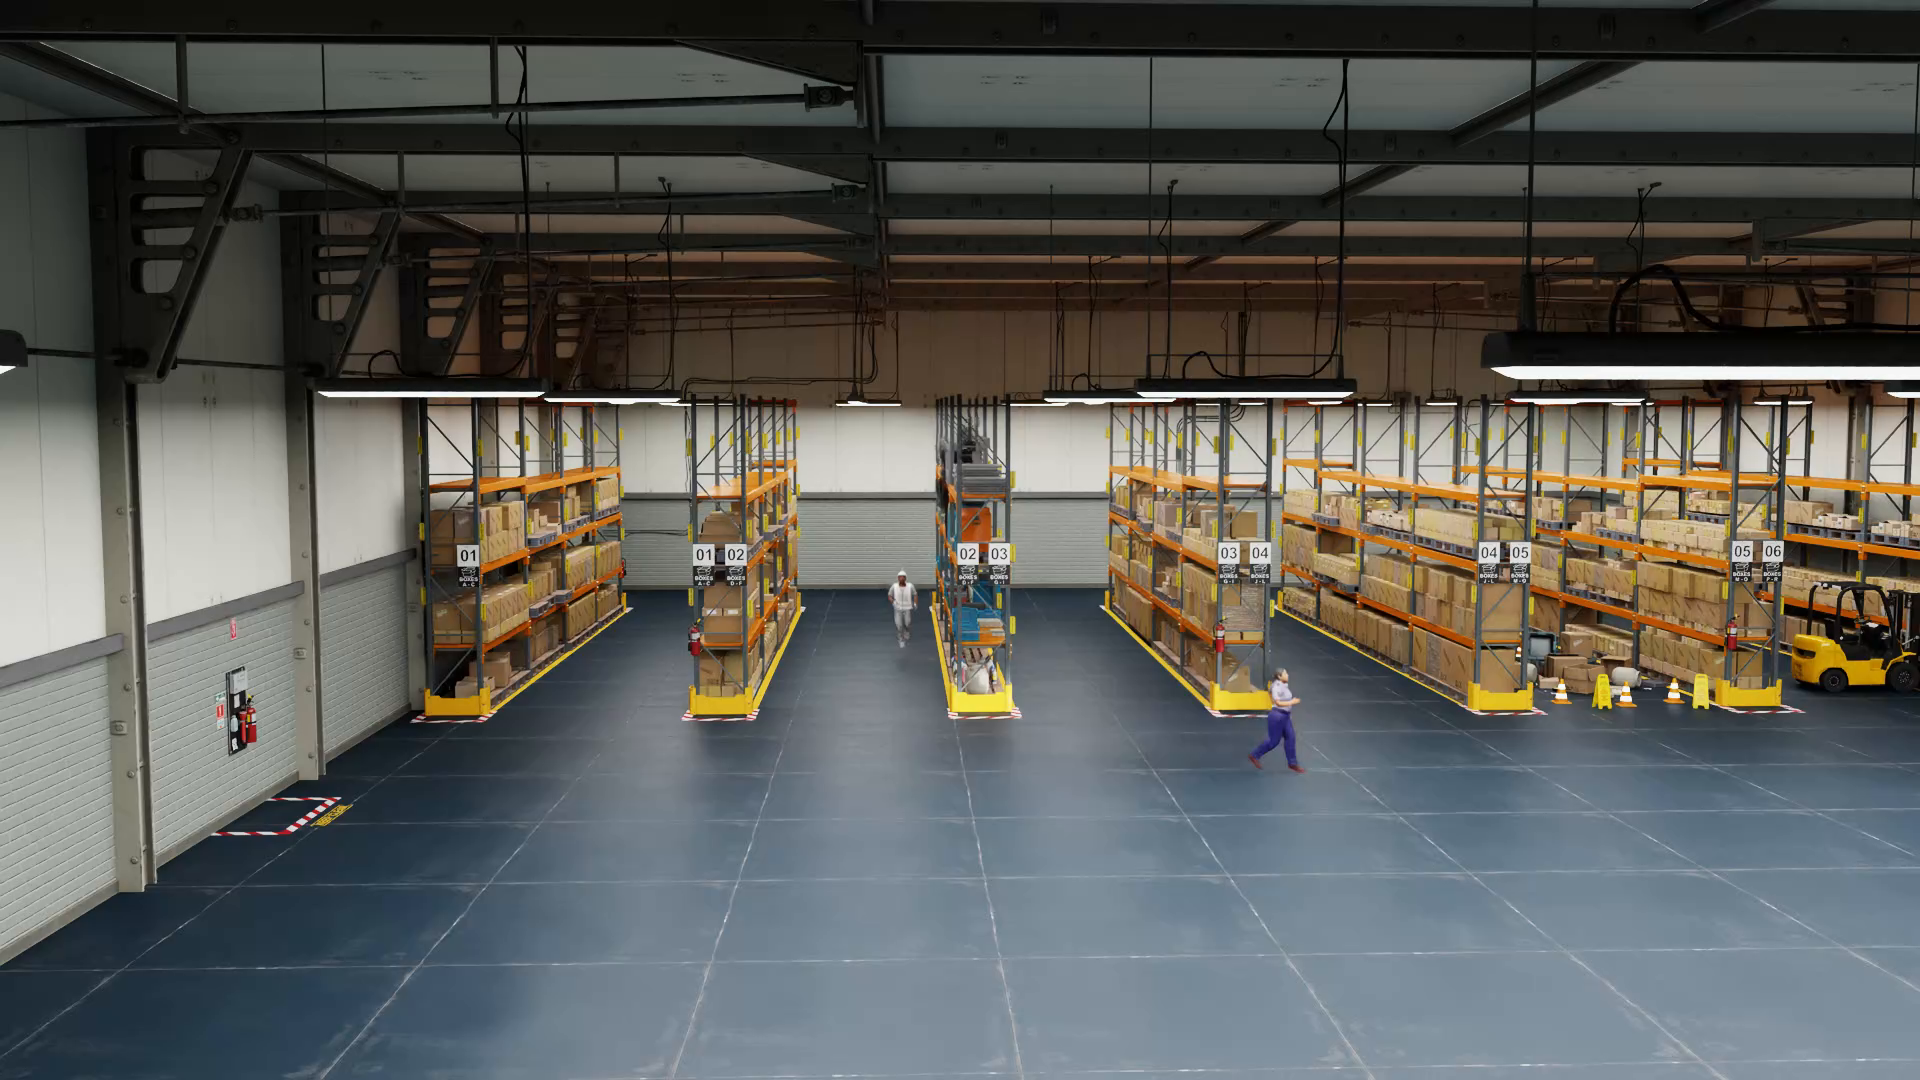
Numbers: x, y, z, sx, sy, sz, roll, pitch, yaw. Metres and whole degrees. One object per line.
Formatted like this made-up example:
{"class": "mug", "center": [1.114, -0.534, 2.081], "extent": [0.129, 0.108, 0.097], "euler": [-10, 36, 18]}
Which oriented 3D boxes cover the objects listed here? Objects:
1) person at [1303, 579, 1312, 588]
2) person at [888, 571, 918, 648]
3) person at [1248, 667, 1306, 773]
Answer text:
{"class": "person", "center": [10.270, 1.049, 48.774], "extent": [0.651, 1.722, 0.592], "euler": [-1, 5, -11]}
{"class": "person", "center": [-1.309, 1.585, 37.905], "extent": [0.685, 1.748, 0.599], "euler": [0, 4, -2]}
{"class": "person", "center": [4.998, 2.823, 26.153], "extent": [0.903, 1.654, 0.632], "euler": [2, 5, 22]}
